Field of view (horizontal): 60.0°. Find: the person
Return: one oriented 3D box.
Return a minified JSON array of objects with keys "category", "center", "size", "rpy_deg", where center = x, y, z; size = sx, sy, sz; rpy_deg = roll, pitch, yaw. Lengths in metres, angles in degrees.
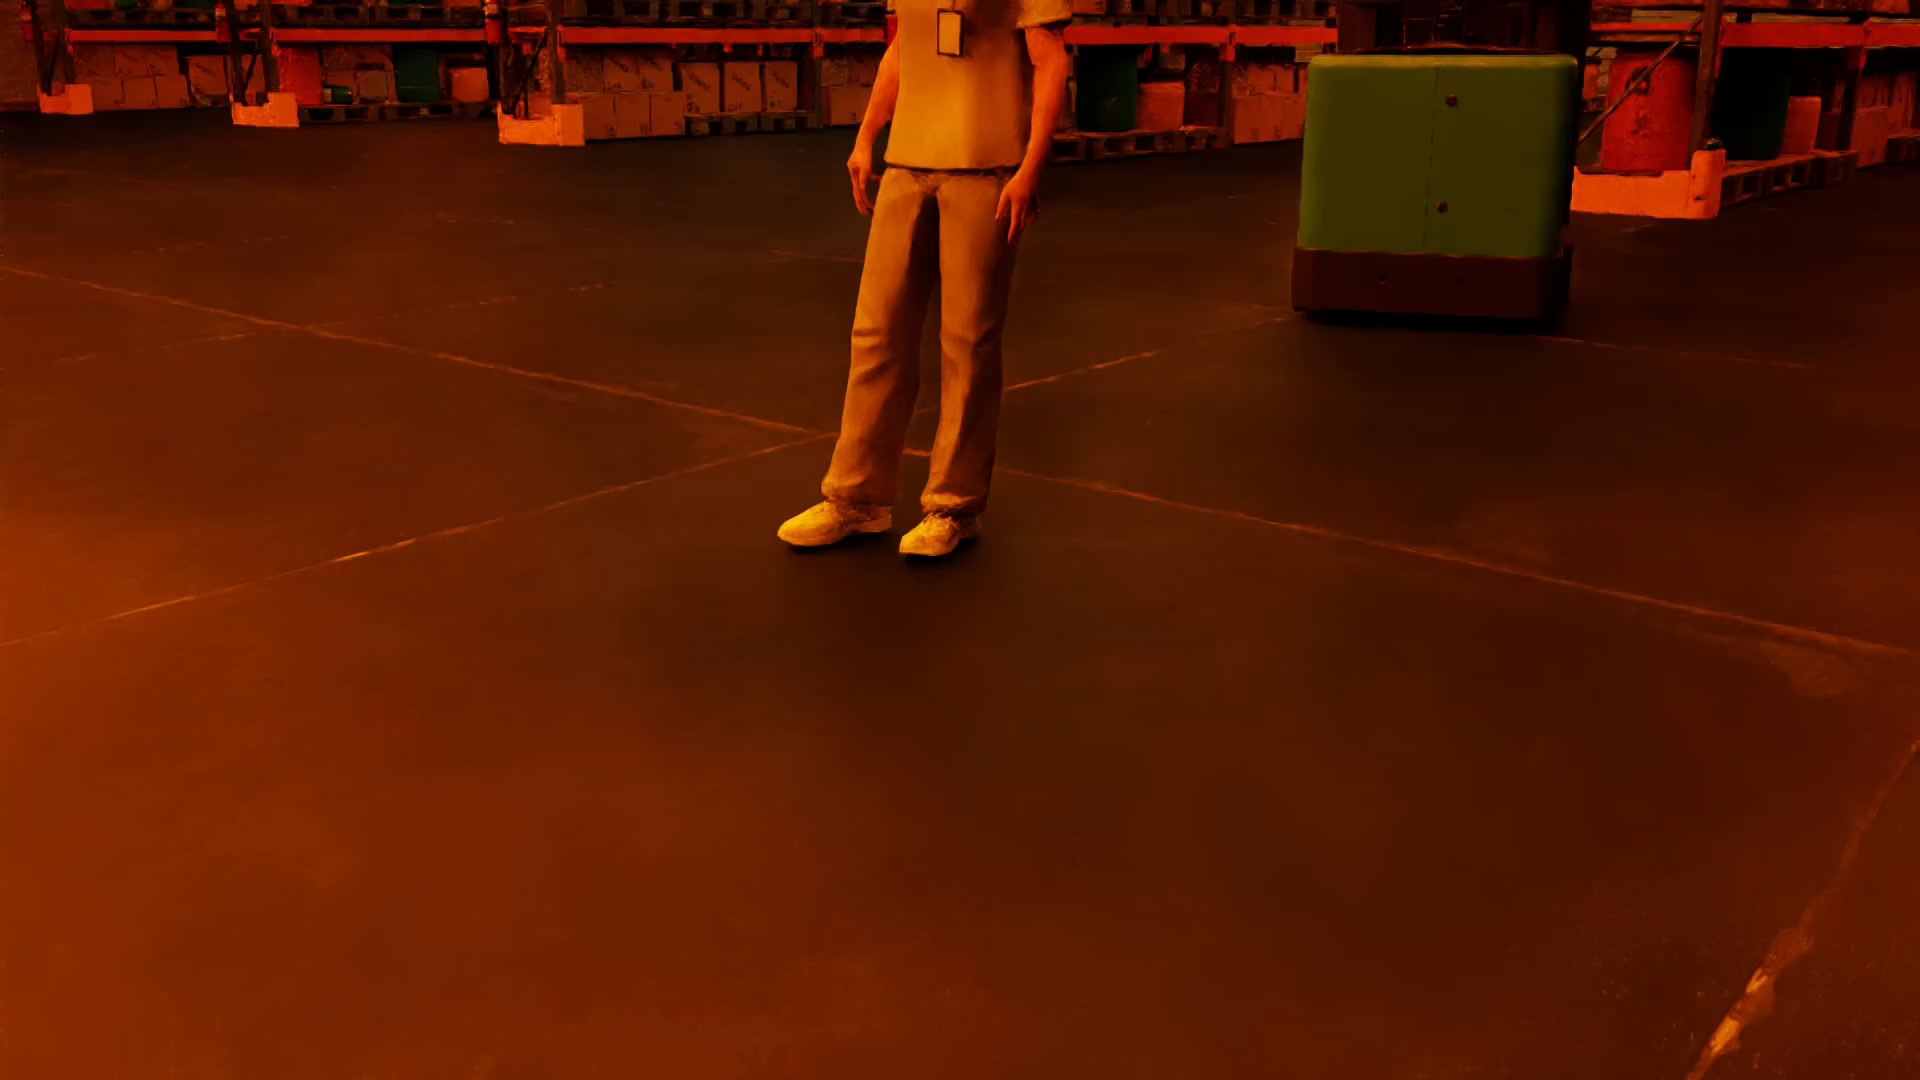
[{"category":"person","center":[-0.057,-0.789,3.652],"size":[0.550,1.663,0.548],"rpy_deg":[13,21,37]}]

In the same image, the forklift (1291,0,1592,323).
[{"category":"forklift","center":[2.351,-2.660,7.658],"size":[1.130,2.935,3.031],"rpy_deg":[6,18,19]}]
